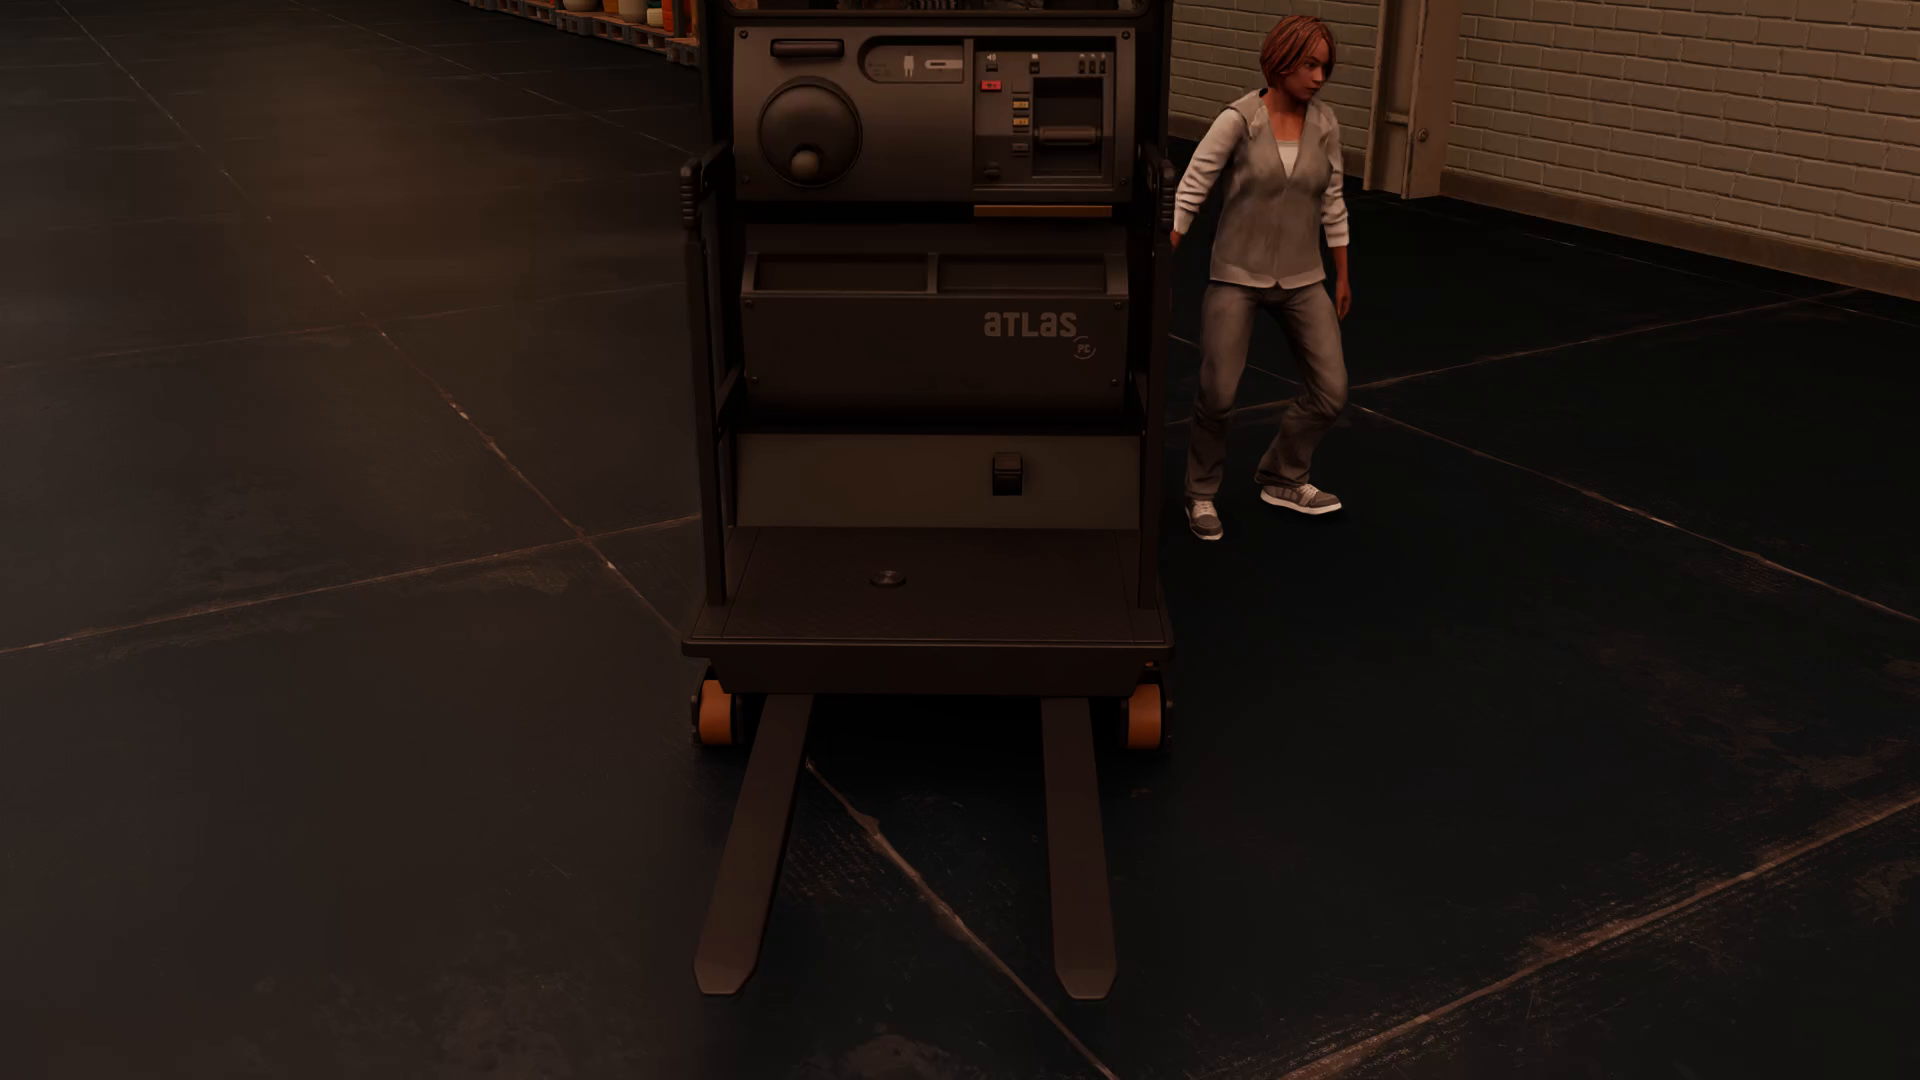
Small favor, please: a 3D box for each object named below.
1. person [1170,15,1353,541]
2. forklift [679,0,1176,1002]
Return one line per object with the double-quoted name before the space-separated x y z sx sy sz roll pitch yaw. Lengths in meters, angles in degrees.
"person" 0.890 -0.760 4.985 0.647 1.552 0.342 -2 22 -5
"forklift" -0.062 -0.977 3.654 1.130 2.935 3.031 0 22 1
